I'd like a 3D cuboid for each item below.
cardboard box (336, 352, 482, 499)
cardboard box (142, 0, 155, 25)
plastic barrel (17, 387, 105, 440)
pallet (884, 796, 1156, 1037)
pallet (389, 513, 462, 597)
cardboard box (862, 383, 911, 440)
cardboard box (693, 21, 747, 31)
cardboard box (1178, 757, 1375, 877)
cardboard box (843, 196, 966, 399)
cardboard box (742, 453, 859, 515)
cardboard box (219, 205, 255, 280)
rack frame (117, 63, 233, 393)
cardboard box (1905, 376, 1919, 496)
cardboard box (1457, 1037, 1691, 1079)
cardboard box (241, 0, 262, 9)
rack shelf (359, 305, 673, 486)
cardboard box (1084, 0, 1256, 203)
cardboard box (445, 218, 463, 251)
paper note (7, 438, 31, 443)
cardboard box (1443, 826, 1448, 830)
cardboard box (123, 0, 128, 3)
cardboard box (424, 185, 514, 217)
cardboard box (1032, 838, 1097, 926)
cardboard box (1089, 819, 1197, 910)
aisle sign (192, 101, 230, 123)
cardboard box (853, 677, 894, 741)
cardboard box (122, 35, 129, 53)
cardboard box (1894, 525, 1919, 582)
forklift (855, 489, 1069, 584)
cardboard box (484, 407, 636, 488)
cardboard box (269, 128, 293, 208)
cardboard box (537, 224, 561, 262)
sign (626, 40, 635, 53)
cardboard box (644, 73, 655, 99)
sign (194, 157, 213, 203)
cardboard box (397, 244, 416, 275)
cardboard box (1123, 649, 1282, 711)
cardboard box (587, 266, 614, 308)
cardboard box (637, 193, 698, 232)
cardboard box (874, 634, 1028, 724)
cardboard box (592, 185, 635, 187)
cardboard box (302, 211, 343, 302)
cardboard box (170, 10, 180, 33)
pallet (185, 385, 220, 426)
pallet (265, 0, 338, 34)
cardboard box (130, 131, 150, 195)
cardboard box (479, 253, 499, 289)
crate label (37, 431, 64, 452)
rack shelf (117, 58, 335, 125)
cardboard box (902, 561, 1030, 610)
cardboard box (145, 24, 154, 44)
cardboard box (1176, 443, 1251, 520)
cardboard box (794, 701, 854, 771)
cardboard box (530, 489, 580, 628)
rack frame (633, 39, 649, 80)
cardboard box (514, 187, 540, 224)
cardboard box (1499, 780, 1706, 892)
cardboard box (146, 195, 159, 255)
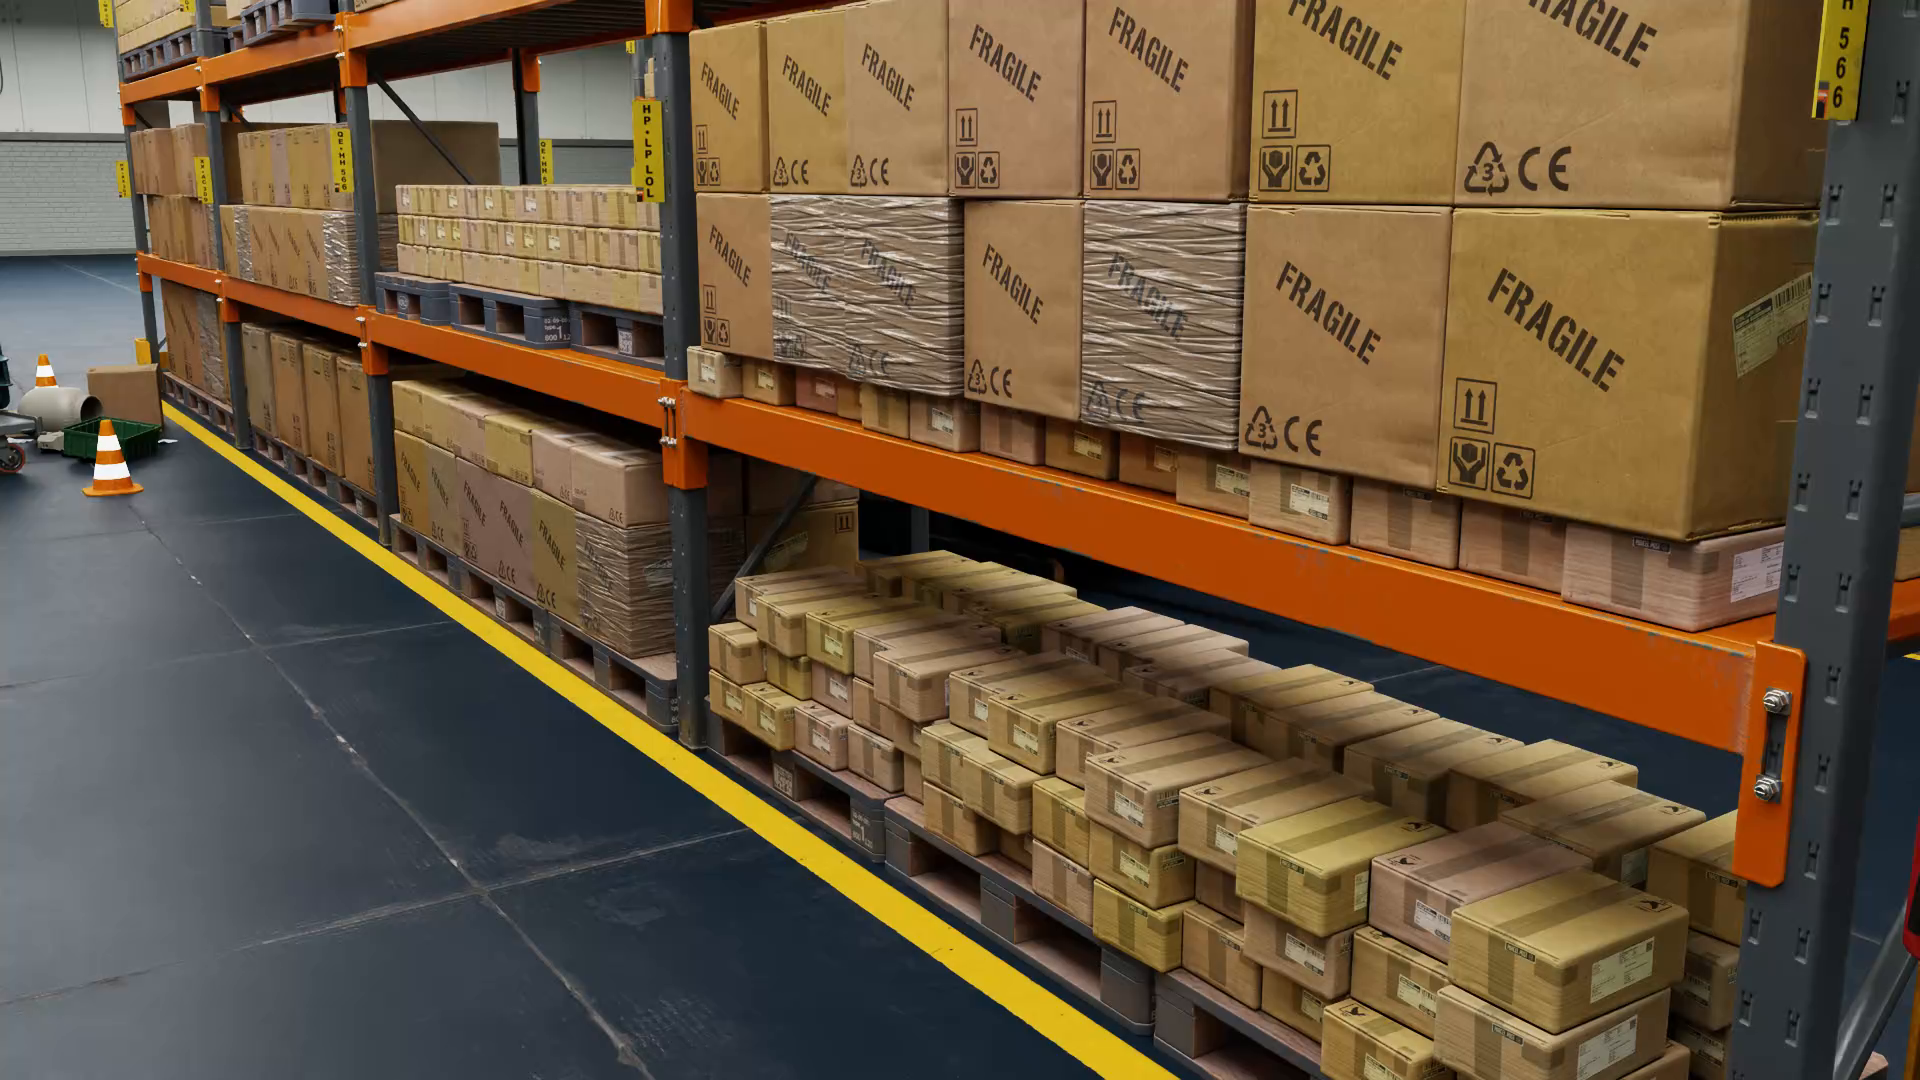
[{"bbox_3d":[-3.044,-0.715,9.894,1.050,0.750,0.750,-8,15,-34],"label":"cardboard box"},{"bbox_3d":[-6.320,-4.319,13.506,0.500,0.250,0.500,-8,15,-33],"label":"cardboard box"},{"bbox_3d":[-6.903,-0.963,12.775,0.512,0.421,0.421,1,12,6],"label":"plastic barrel"},{"bbox_3d":[0.516,0.916,4.679,1.003,0.211,1.213,-8,15,-33],"label":"pallet"},{"bbox_3d":[-2.350,0.011,8.816,1.003,0.211,1.213,-8,15,-33],"label":"pallet"},{"bbox_3d":[-0.053,-0.387,4.697,0.380,0.149,0.250,-8,15,-32],"label":"cardboard box"},{"bbox_3d":[-2.431,-5.090,16.493,0.500,0.500,0.500,-8,15,-33],"label":"cardboard box"},{"bbox_3d":[0.715,0.629,3.760,0.380,0.149,0.250,-9,15,-35],"label":"cardboard box"},{"bbox_3d":[0.029,-0.674,4.492,0.500,0.500,0.500,-8,15,-34],"label":"cardboard box"},{"bbox_3d":[-0.755,-0.292,6.787,0.500,0.250,0.500,-9,15,-35],"label":"cardboard box"},{"bbox_3d":[-4.930,-2.125,11.823,0.500,0.500,0.500,-8,15,-32],"label":"cardboard box"},{"bbox_3d":[-7.214,-2.913,15.660,1.000,3.000,0.127,-8,15,-33],"label":"rack frame"},{"bbox_3d":[1.632,-0.374,3.120,0.500,0.500,0.500,-7,14,-30],"label":"cardboard box"},{"bbox_3d":[1.186,1.051,3.223,0.380,0.149,0.250,-8,15,-32],"label":"cardboard box"},{"bbox_3d":[-4.438,-3.518,10.778,0.380,0.149,0.250,-8,15,-33],"label":"cardboard box"},{"bbox_3d":[-1.673,-0.783,7.604,1.077,0.370,4.000,-8,15,-33],"label":"rack shelf"},{"bbox_3d":[0.614,-0.983,3.566,0.500,0.500,0.500,-7,14,-30],"label":"cardboard box"},{"bbox_3d":[-2.238,-1.468,7.963,0.380,0.149,0.250,-8,15,-33],"label":"cardboard box"},{"bbox_3d":[-7.273,-0.772,12.839,0.172,0.023,0.155,-3,13,-13],"label":"paper note"},{"bbox_3d":[1.209,0.705,4.113,0.380,0.149,0.250,-8,14,-31],"label":"cardboard box"},{"bbox_3d":[-7.014,-4.712,14.370,0.380,0.149,0.250,-8,15,-34],"label":"cardboard box"},{"bbox_3d":[-2.403,-1.666,8.173,0.380,0.149,0.250,-8,15,-33],"label":"cardboard box"},{"bbox_3d":[0.408,0.829,4.239,0.380,0.149,0.250,-8,15,-32],"label":"cardboard box"},{"bbox_3d":[0.534,0.732,3.987,0.380,0.149,0.250,-8,15,-32],"label":"cardboard box"},{"bbox_3d":[-7.003,-4.231,15.603,0.394,0.787,0.004,-8,15,-33],"label":"aisle sign"},{"bbox_3d":[-0.104,0.488,5.104,0.380,0.149,0.250,-9,15,-36],"label":"cardboard box"},{"bbox_3d":[-7.149,-4.365,14.652,0.380,0.149,0.250,-8,15,-32],"label":"cardboard box"},{"bbox_3d":[1.744,-0.041,3.116,0.380,0.149,0.250,-8,15,-33],"label":"cardboard box"},{"bbox_3d":[0.592,-1.301,8.450,1.130,2.935,3.031,-12,17,-44],"label":"forklift"},{"bbox_3d":[-1.767,-0.417,7.359,0.500,0.250,0.500,-9,15,-35],"label":"cardboard box"},{"bbox_3d":[-4.151,-2.470,11.061,0.700,0.500,0.500,-8,15,-32],"label":"cardboard box"},{"bbox_3d":[-1.530,-1.240,6.917,0.380,0.149,0.250,-9,15,-36],"label":"cardboard box"},{"bbox_3d":[-3.480,-5.310,17.555,0.100,0.325,0.005,-8,15,-33],"label":"sign"},{"bbox_3d":[-2.977,-4.758,17.427,0.500,0.250,0.500,-8,14,-31],"label":"cardboard box"},{"bbox_3d":[-5.459,-2.597,12.005,0.100,0.325,0.005,-8,15,-33],"label":"sign"},{"bbox_3d":[-2.702,-1.469,8.663,0.380,0.149,0.250,-8,15,-34],"label":"cardboard box"},{"bbox_3d":[0.679,0.431,4.666,0.380,0.149,0.250,-8,15,-33],"label":"cardboard box"},{"bbox_3d":[-1.231,-0.999,6.513,0.380,0.149,0.250,-8,15,-33],"label":"cardboard box"},{"bbox_3d":[-0.950,-1.200,6.040,0.380,0.149,0.250,-7,14,-30],"label":"cardboard box"},{"bbox_3d":[-0.026,0.398,4.819,0.380,0.149,0.250,-8,15,-32],"label":"cardboard box"},{"bbox_3d":[-1.566,-1.648,8.089,0.380,0.149,0.250,-8,15,-33],"label":"cardboard box"},{"bbox_3d":[-3.530,-1.676,9.771,0.500,0.500,0.500,-8,15,-33],"label":"cardboard box"},{"bbox_3d":[-5.750,-3.916,12.595,0.380,0.149,0.250,-8,15,-32],"label":"cardboard box"},{"bbox_3d":[-6.034,-1.201,14.359,1.003,0.211,1.213,-8,15,-33],"label":"pallet"},{"bbox_3d":[-3.182,-2.971,9.349,1.213,0.211,1.003,-7,14,-30],"label":"pallet"},{"bbox_3d":[-7.041,-3.443,15.206,0.875,0.550,0.550,-8,15,-33],"label":"cardboard box"},{"bbox_3d":[-1.965,-1.233,7.586,0.380,0.149,0.250,-8,15,-32],"label":"cardboard box"},{"bbox_3d":[-6.702,-0.732,12.390,0.250,0.136,0.298,4,13,16],"label":"crate label"},{"bbox_3d":[-6.106,-3.671,13.790,1.077,0.370,4.000,-8,15,-33],"label":"rack shelf"},{"bbox_3d":[0.023,0.191,5.762,0.380,0.149,0.250,-8,15,-32],"label":"cardboard box"},{"bbox_3d":[-6.450,-4.141,13.626,0.380,0.149,0.250,-8,15,-32],"label":"cardboard box"},{"bbox_3d":[0.695,-0.154,3.630,0.380,0.149,0.250,-9,15,-35],"label":"cardboard box"},{"bbox_3d":[-0.303,0.597,5.300,0.380,0.149,0.250,-8,15,-33],"label":"cardboard box"},{"bbox_3d":[-1.469,0.044,7.006,0.500,0.500,0.500,-9,15,-34],"label":"cardboard box"},{"bbox_3d":[-3.029,-6.413,17.622,1.000,3.000,0.127,-8,15,-33],"label":"rack frame"},{"bbox_3d":[-1.672,-1.432,7.101,0.380,0.149,0.250,-9,15,-35],"label":"cardboard box"},{"bbox_3d":[1.391,0.661,3.613,0.380,0.149,0.250,-8,15,-32],"label":"cardboard box"},{"bbox_3d":[-6.971,-2.925,15.367,0.875,0.550,0.550,-8,15,-33],"label":"cardboard box"}]
